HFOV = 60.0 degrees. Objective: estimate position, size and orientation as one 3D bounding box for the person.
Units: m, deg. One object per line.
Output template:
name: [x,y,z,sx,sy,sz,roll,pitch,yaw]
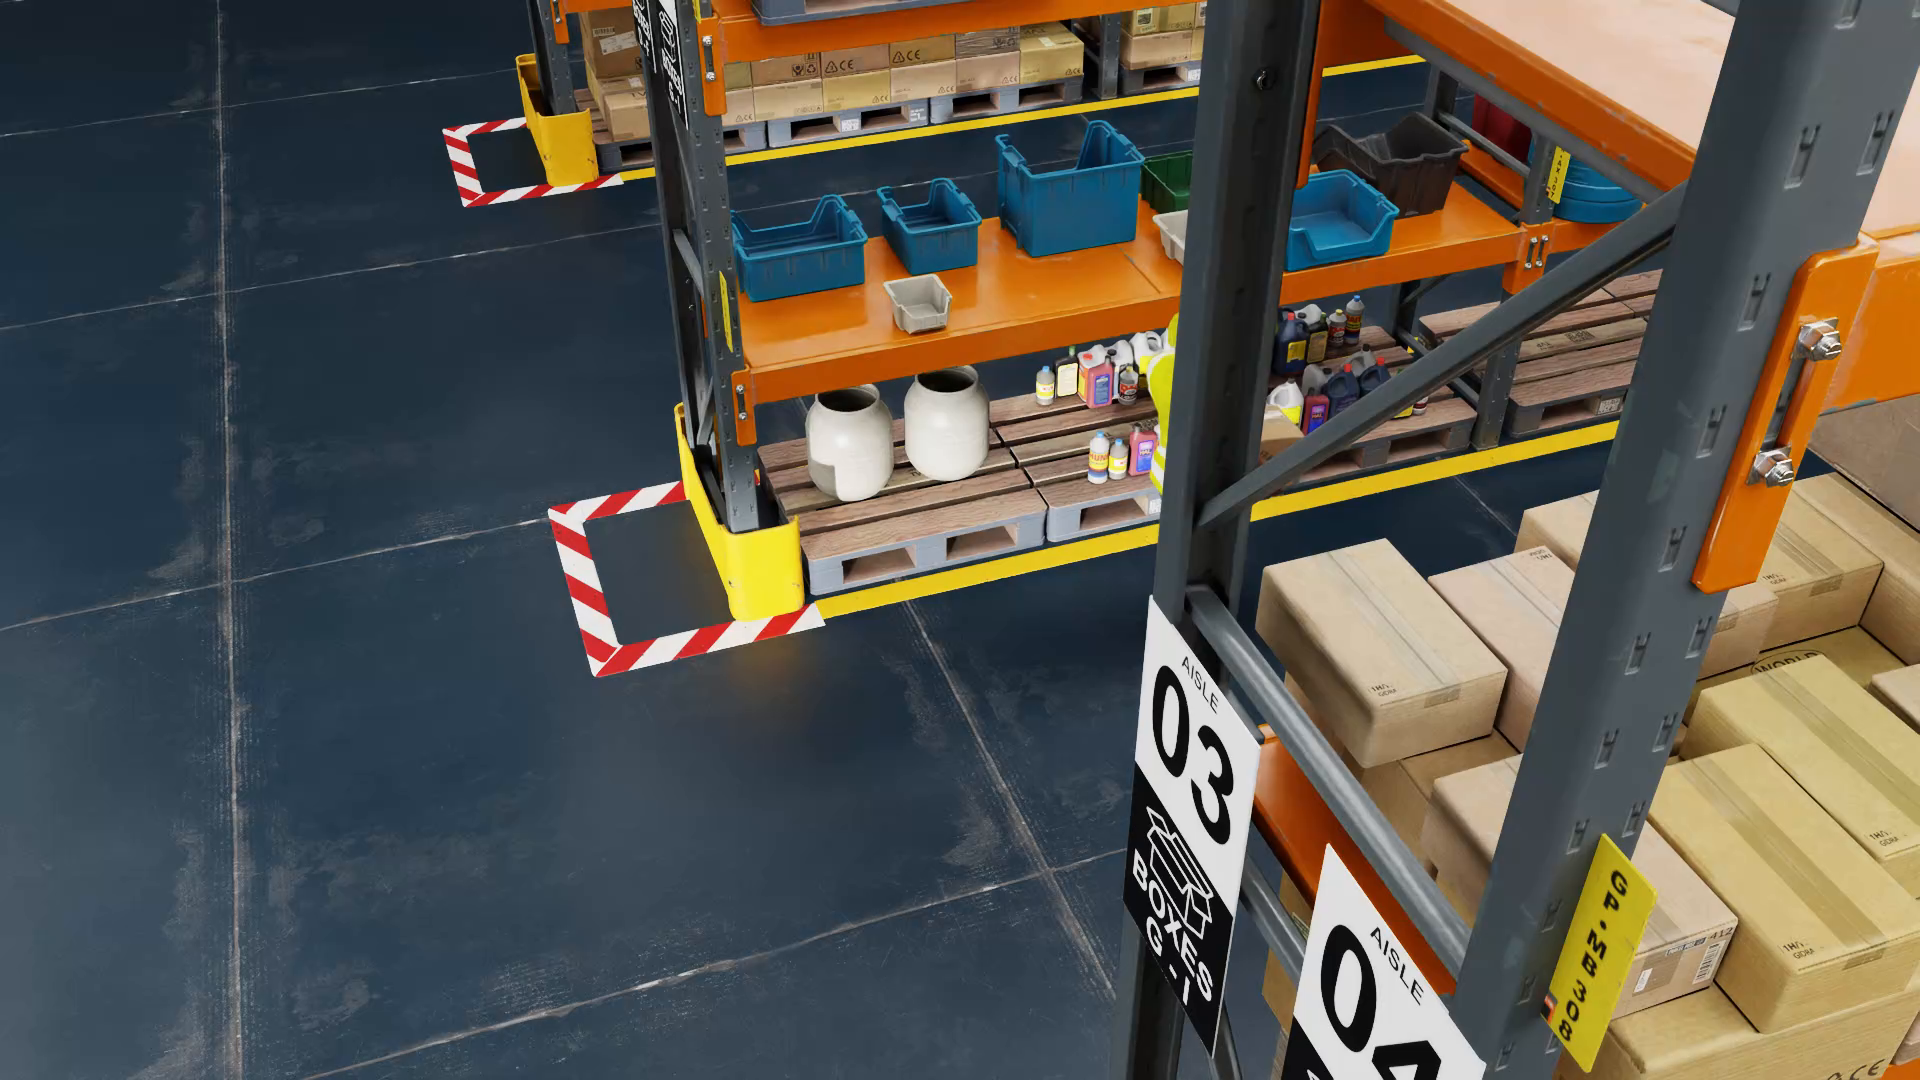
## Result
person: [1.089,-0.245,7.089,0.585,1.760,0.504,-12,39,-15]
